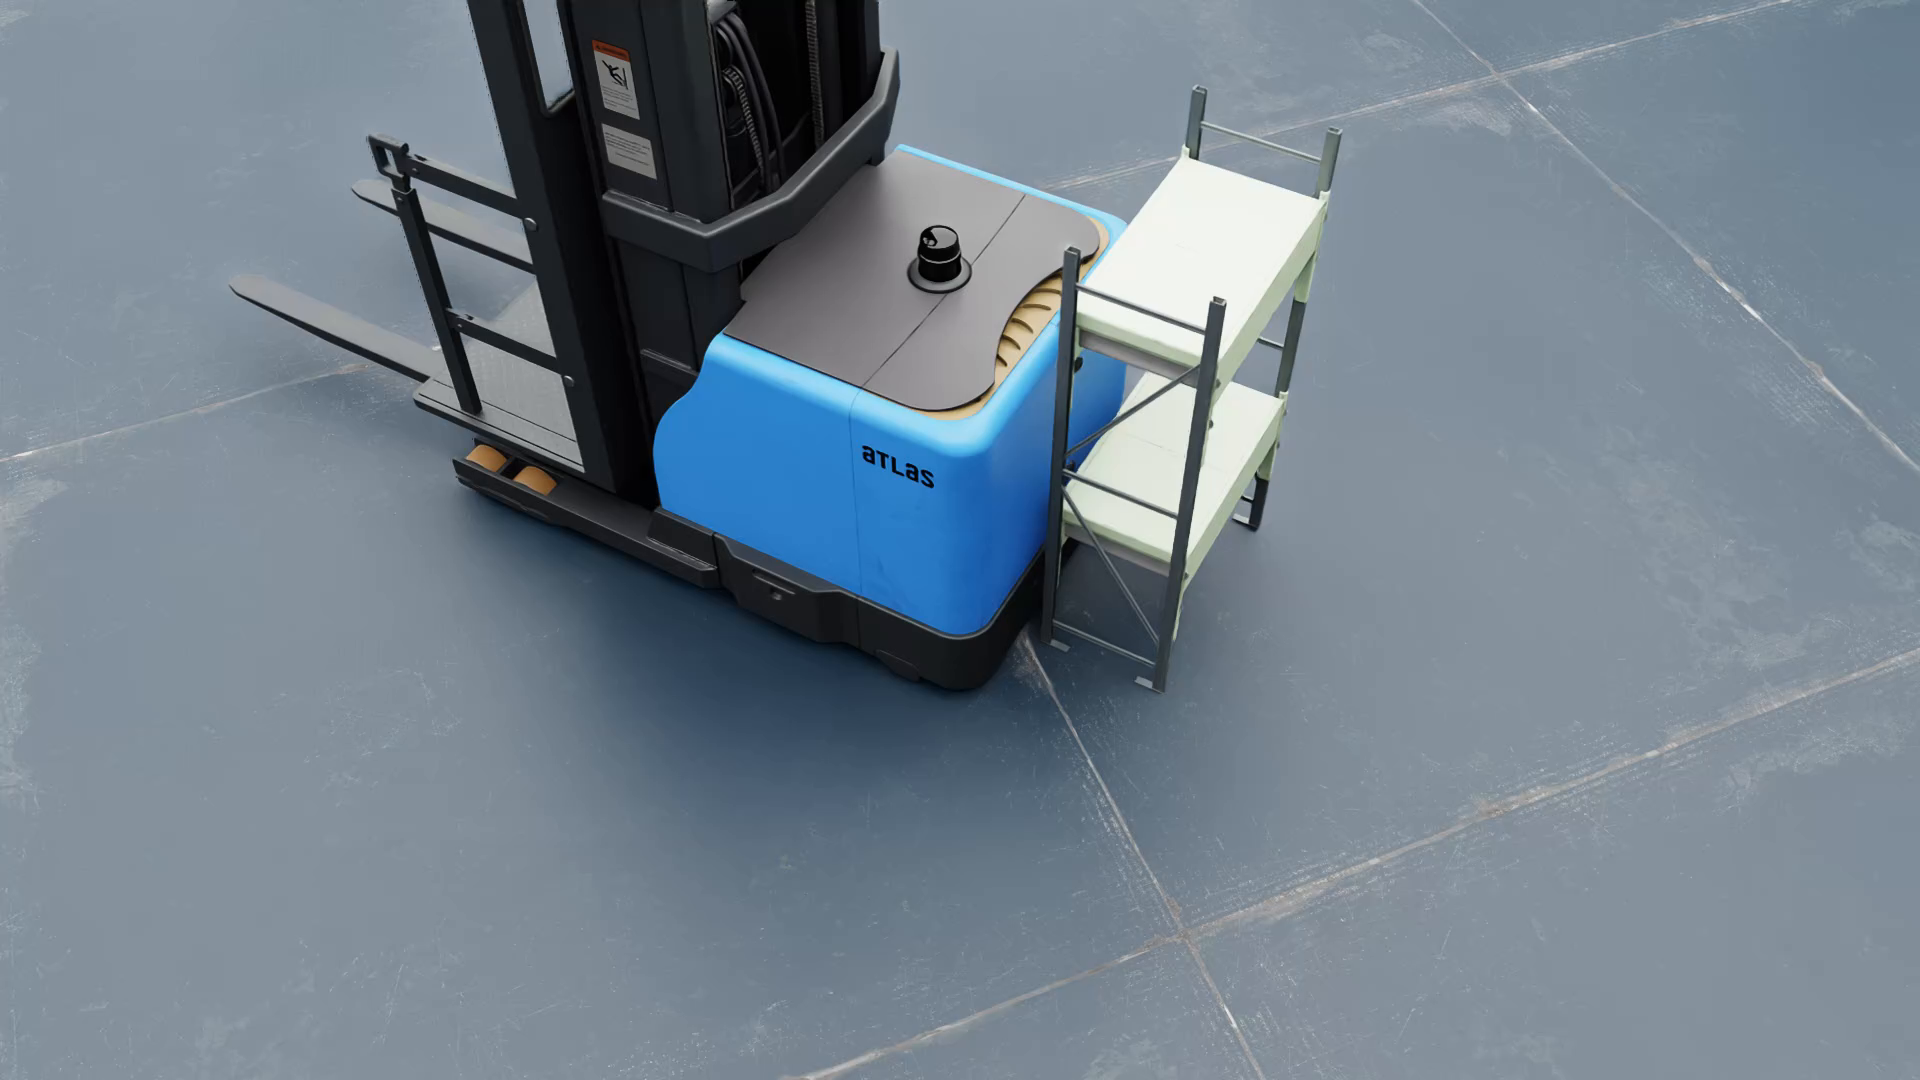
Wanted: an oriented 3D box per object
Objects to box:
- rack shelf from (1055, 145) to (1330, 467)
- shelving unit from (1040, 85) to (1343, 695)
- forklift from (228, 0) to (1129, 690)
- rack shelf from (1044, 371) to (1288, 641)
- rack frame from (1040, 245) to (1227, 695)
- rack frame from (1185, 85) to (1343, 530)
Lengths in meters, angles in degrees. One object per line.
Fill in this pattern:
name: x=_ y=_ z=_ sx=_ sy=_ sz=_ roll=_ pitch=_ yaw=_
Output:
rack shelf: x=0.598 y=-0.614 z=4.274 sx=0.431 sy=0.370 sz=0.720 roll=23 pitch=53 yaw=18
shelving unit: x=0.598 y=-0.360 z=4.570 sx=0.431 sy=1.500 sz=0.755 roll=23 pitch=53 yaw=18
forklift: x=-1.030 y=-1.353 z=4.480 sx=3.031 sy=2.935 sz=1.130 roll=23 pitch=53 yaw=18
rack shelf: x=0.598 y=-0.147 z=4.818 sx=0.431 sy=0.370 sz=0.720 roll=23 pitch=53 yaw=18
rack frame: x=0.421 y=-0.117 z=4.362 sx=0.400 sy=1.500 sz=0.023 roll=23 pitch=53 yaw=18
rack frame: x=0.776 y=-0.602 z=4.779 sx=0.400 sy=1.500 sz=0.023 roll=23 pitch=53 yaw=18
